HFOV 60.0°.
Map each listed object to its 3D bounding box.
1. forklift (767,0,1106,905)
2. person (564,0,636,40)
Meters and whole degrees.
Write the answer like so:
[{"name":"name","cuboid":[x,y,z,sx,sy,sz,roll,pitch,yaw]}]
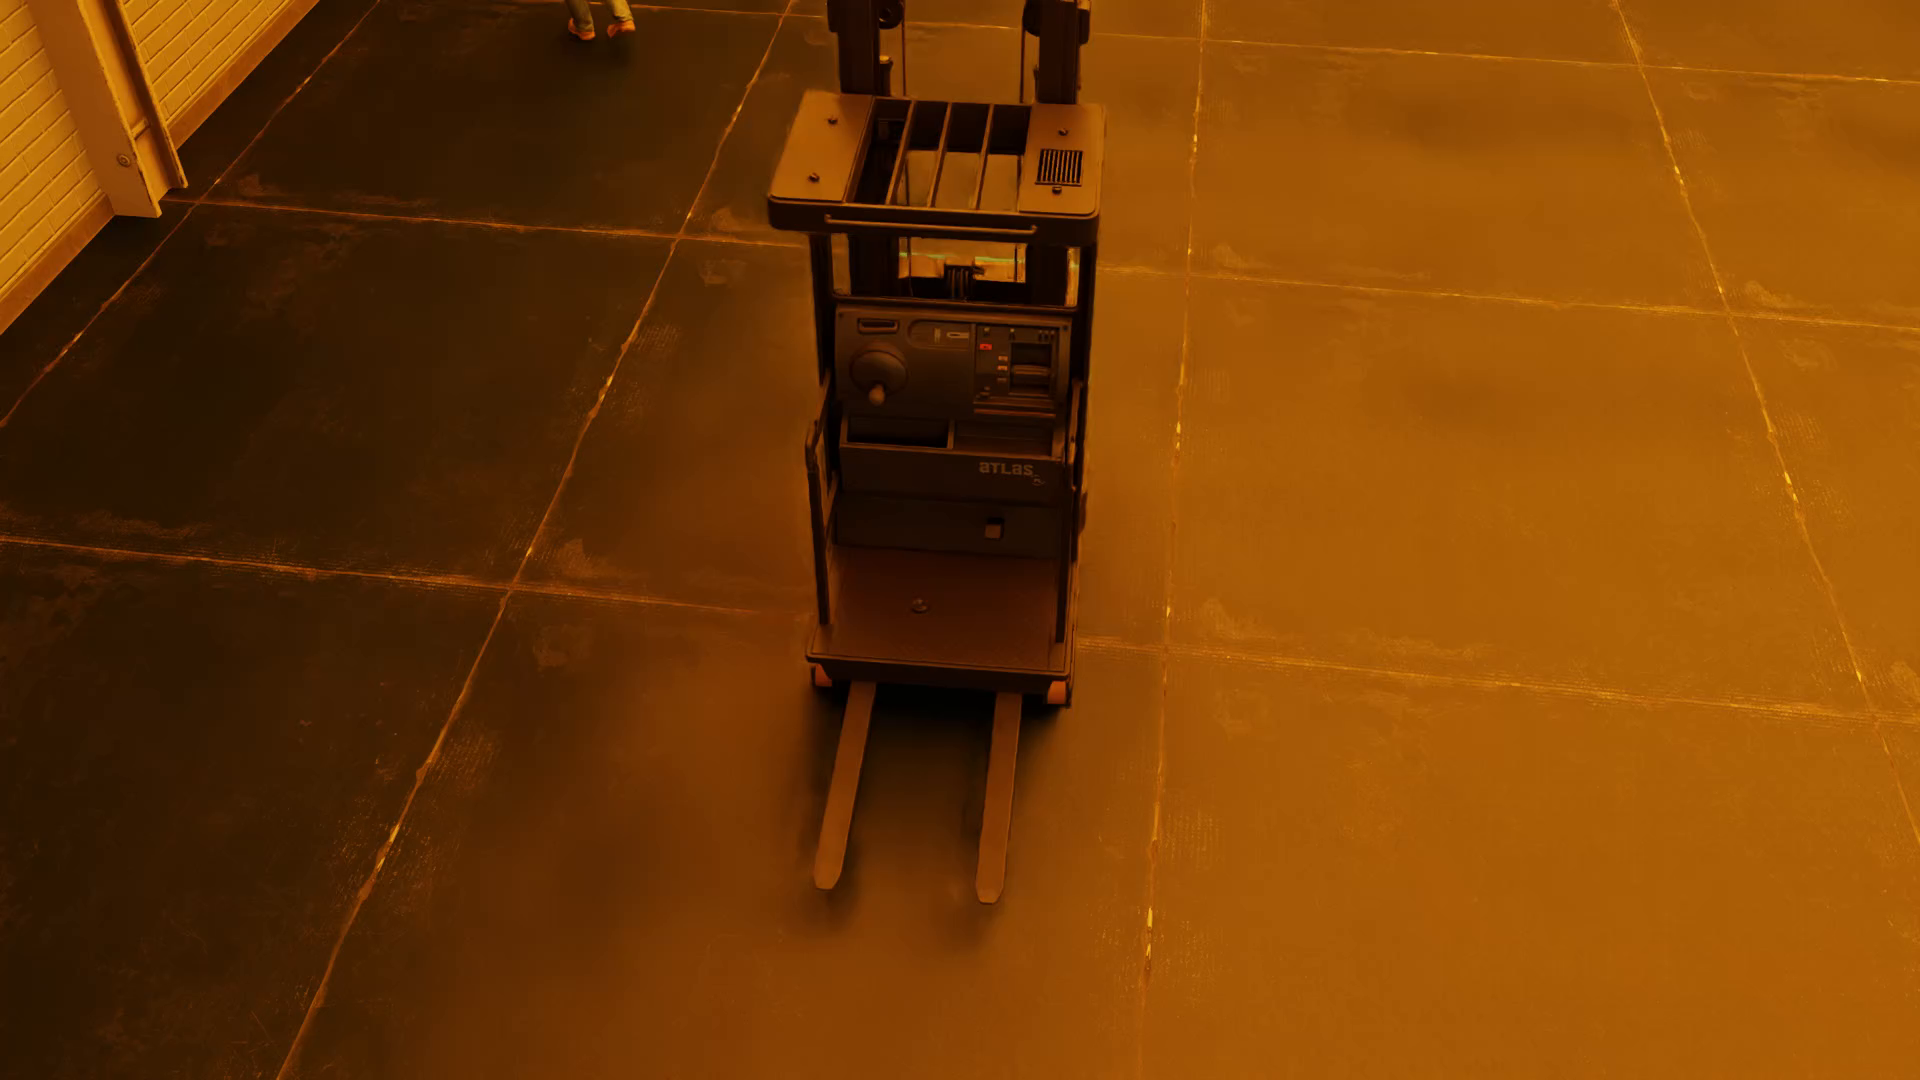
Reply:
[{"name":"forklift","cuboid":[-0.050,-0.620,6.400,1.130,2.935,3.031,4,43,4]},{"name":"person","cuboid":[-2.563,-4.115,11.123,0.679,1.695,0.742,-24,48,-24]}]
